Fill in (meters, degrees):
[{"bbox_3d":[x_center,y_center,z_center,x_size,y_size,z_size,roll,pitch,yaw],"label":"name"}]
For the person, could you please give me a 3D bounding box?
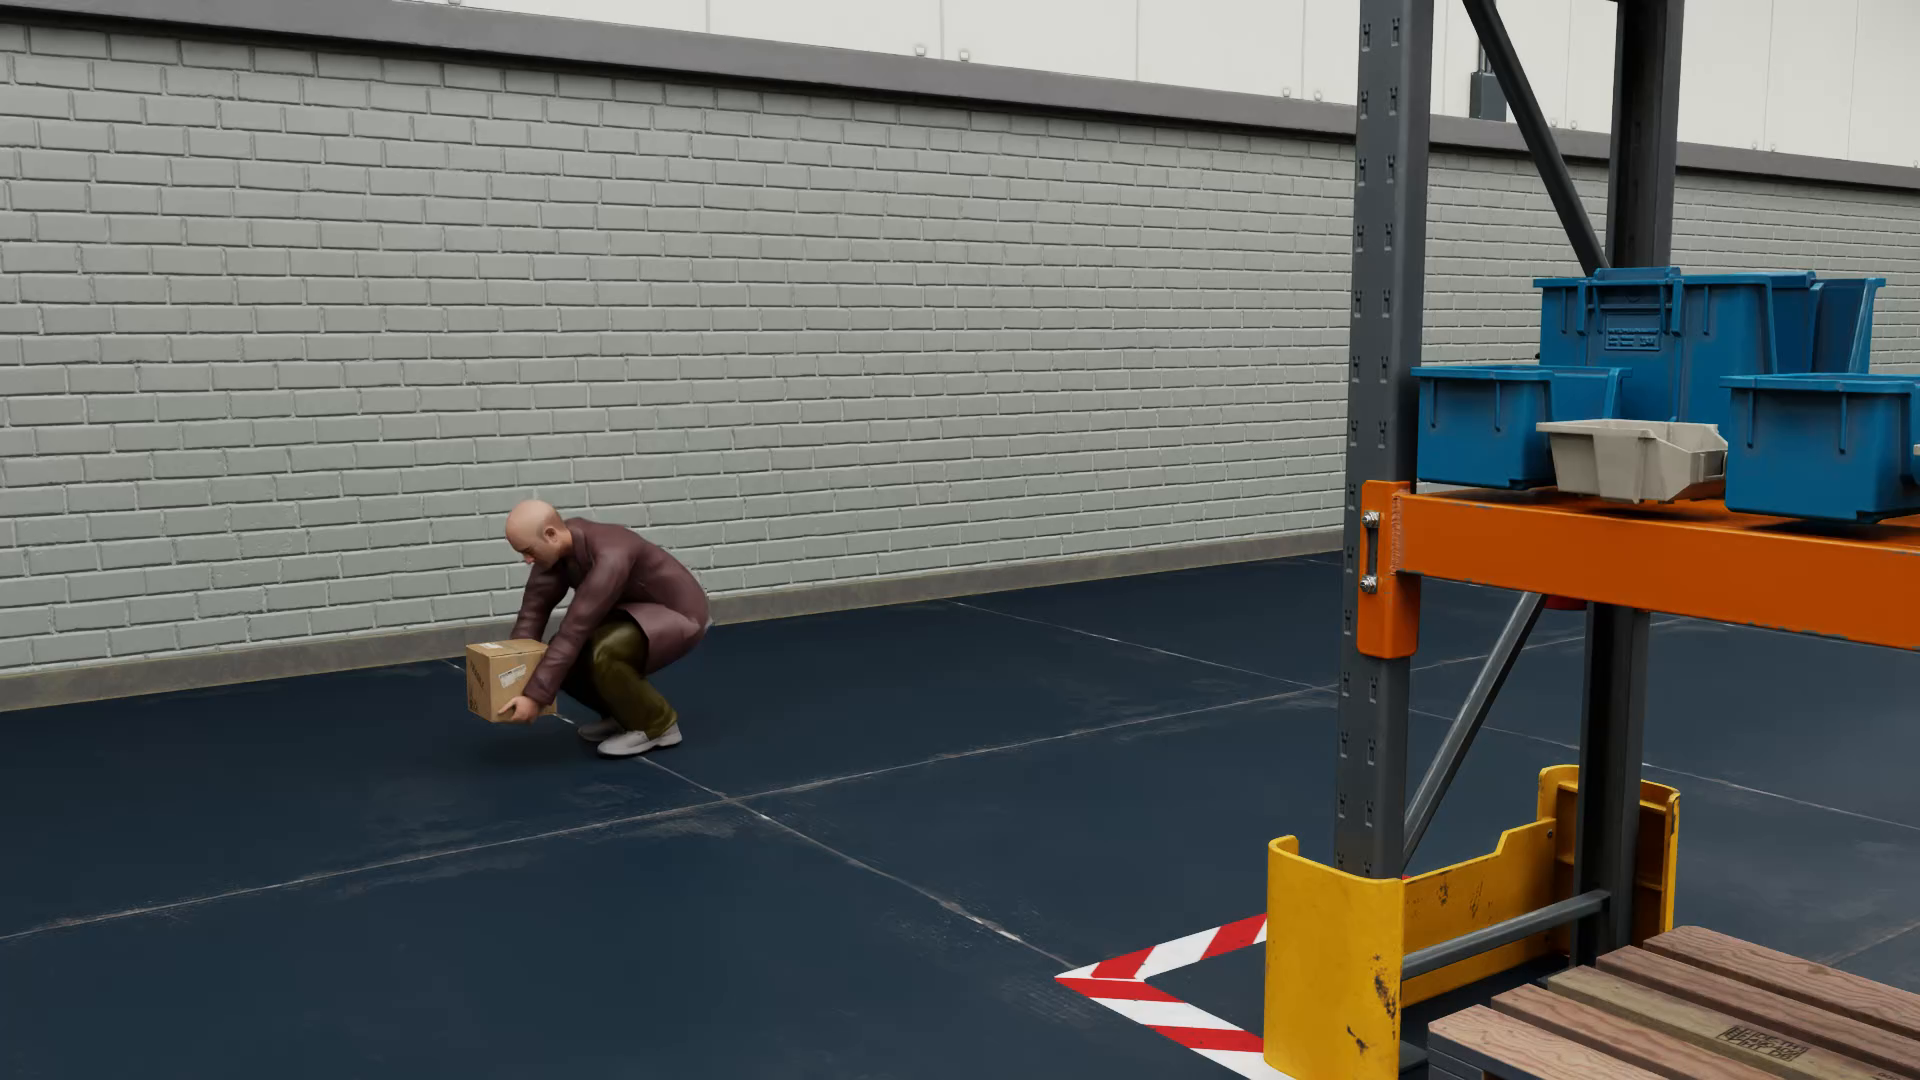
[{"bbox_3d":[-1.394,0.330,6.399,0.928,0.985,0.578,-6,10,-37],"label":"person"}]
